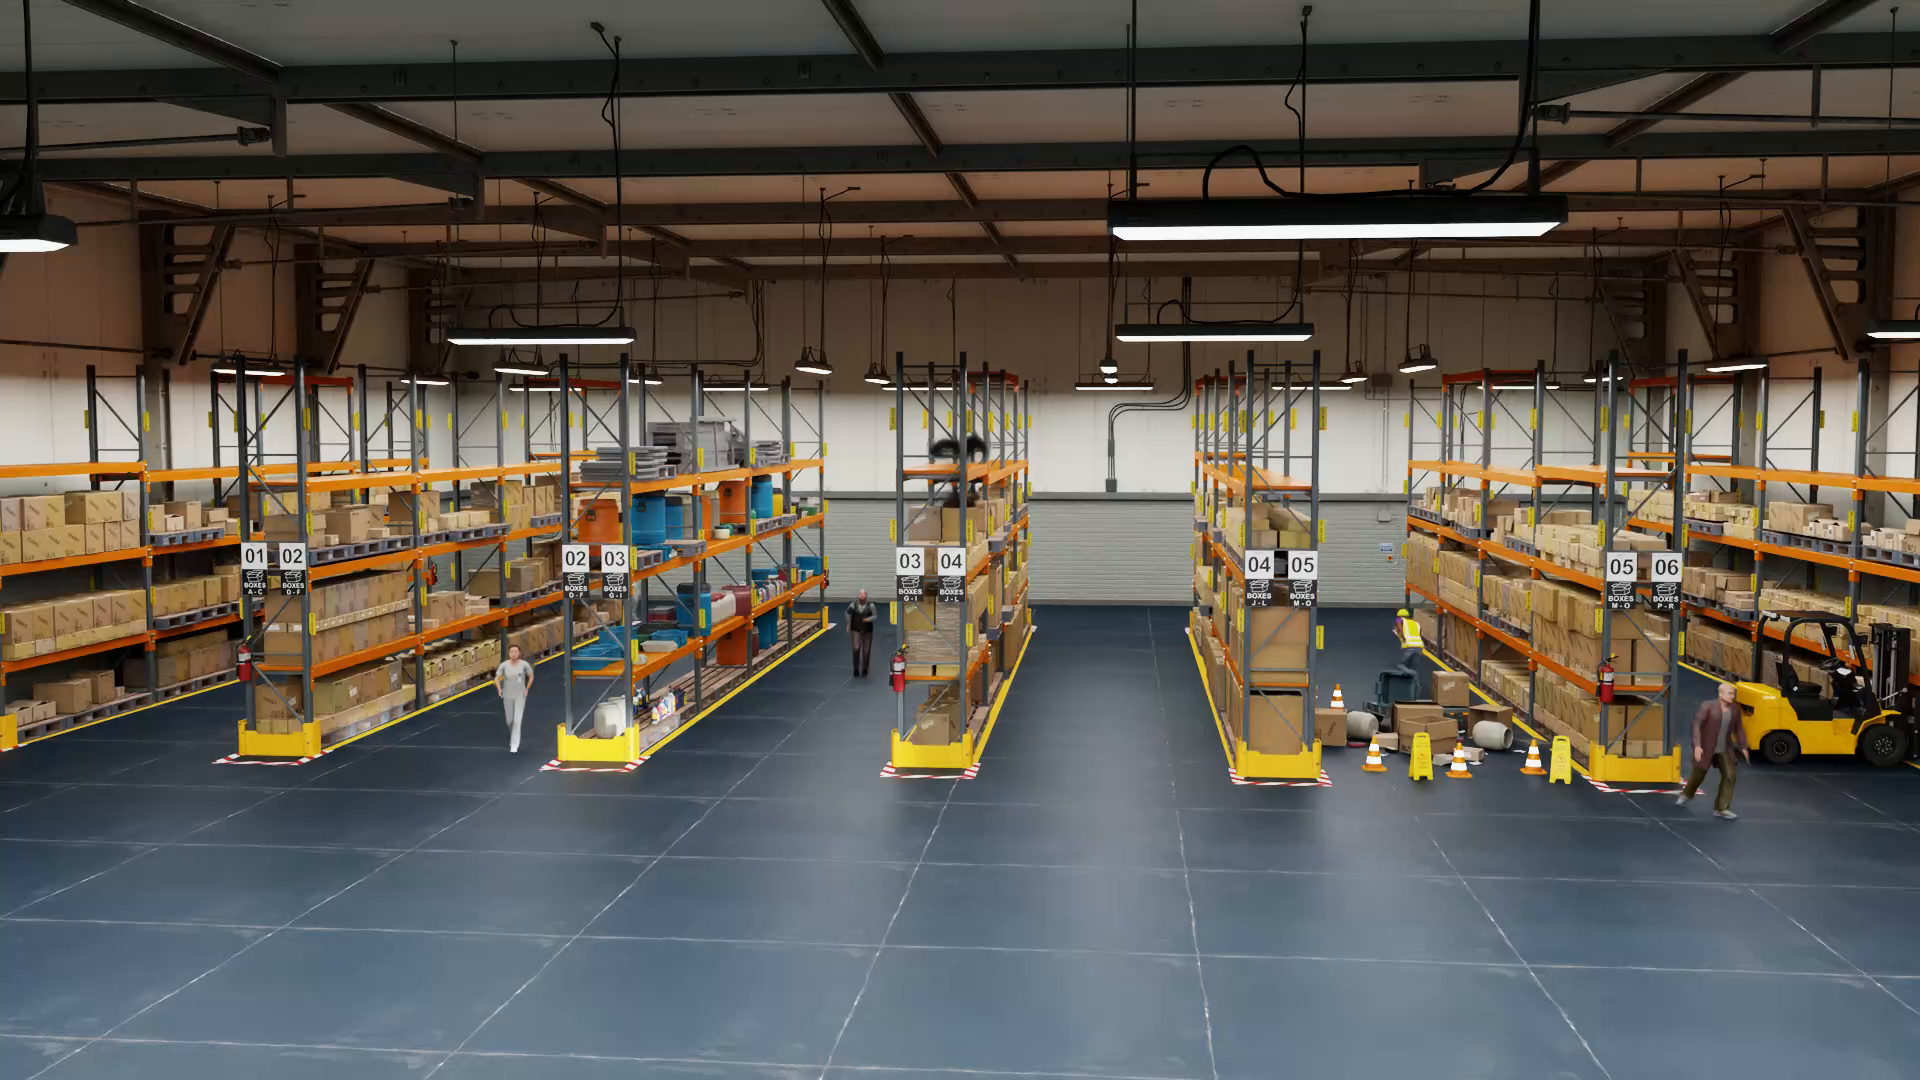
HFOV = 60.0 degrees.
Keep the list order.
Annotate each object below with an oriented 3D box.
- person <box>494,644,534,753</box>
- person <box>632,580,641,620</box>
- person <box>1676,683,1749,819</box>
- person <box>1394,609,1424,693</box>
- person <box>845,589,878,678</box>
[{"bbox_3d":[-6.788,2.386,25.351,0.584,1.635,0.817,-1,4,-10],"label":"person"},{"bbox_3d":[-8.390,1.213,42.161,0.643,1.641,0.640,1,4,17],"label":"person"},{"bbox_3d":[9.622,2.645,21.243,0.763,1.713,0.922,0,4,-6],"label":"person"},{"bbox_3d":[8.350,2.053,30.961,0.684,1.470,0.991,-1,4,-16],"label":"person"},{"bbox_3d":[-1.928,1.835,32.571,0.636,1.749,0.725,0,4,-4],"label":"person"}]
